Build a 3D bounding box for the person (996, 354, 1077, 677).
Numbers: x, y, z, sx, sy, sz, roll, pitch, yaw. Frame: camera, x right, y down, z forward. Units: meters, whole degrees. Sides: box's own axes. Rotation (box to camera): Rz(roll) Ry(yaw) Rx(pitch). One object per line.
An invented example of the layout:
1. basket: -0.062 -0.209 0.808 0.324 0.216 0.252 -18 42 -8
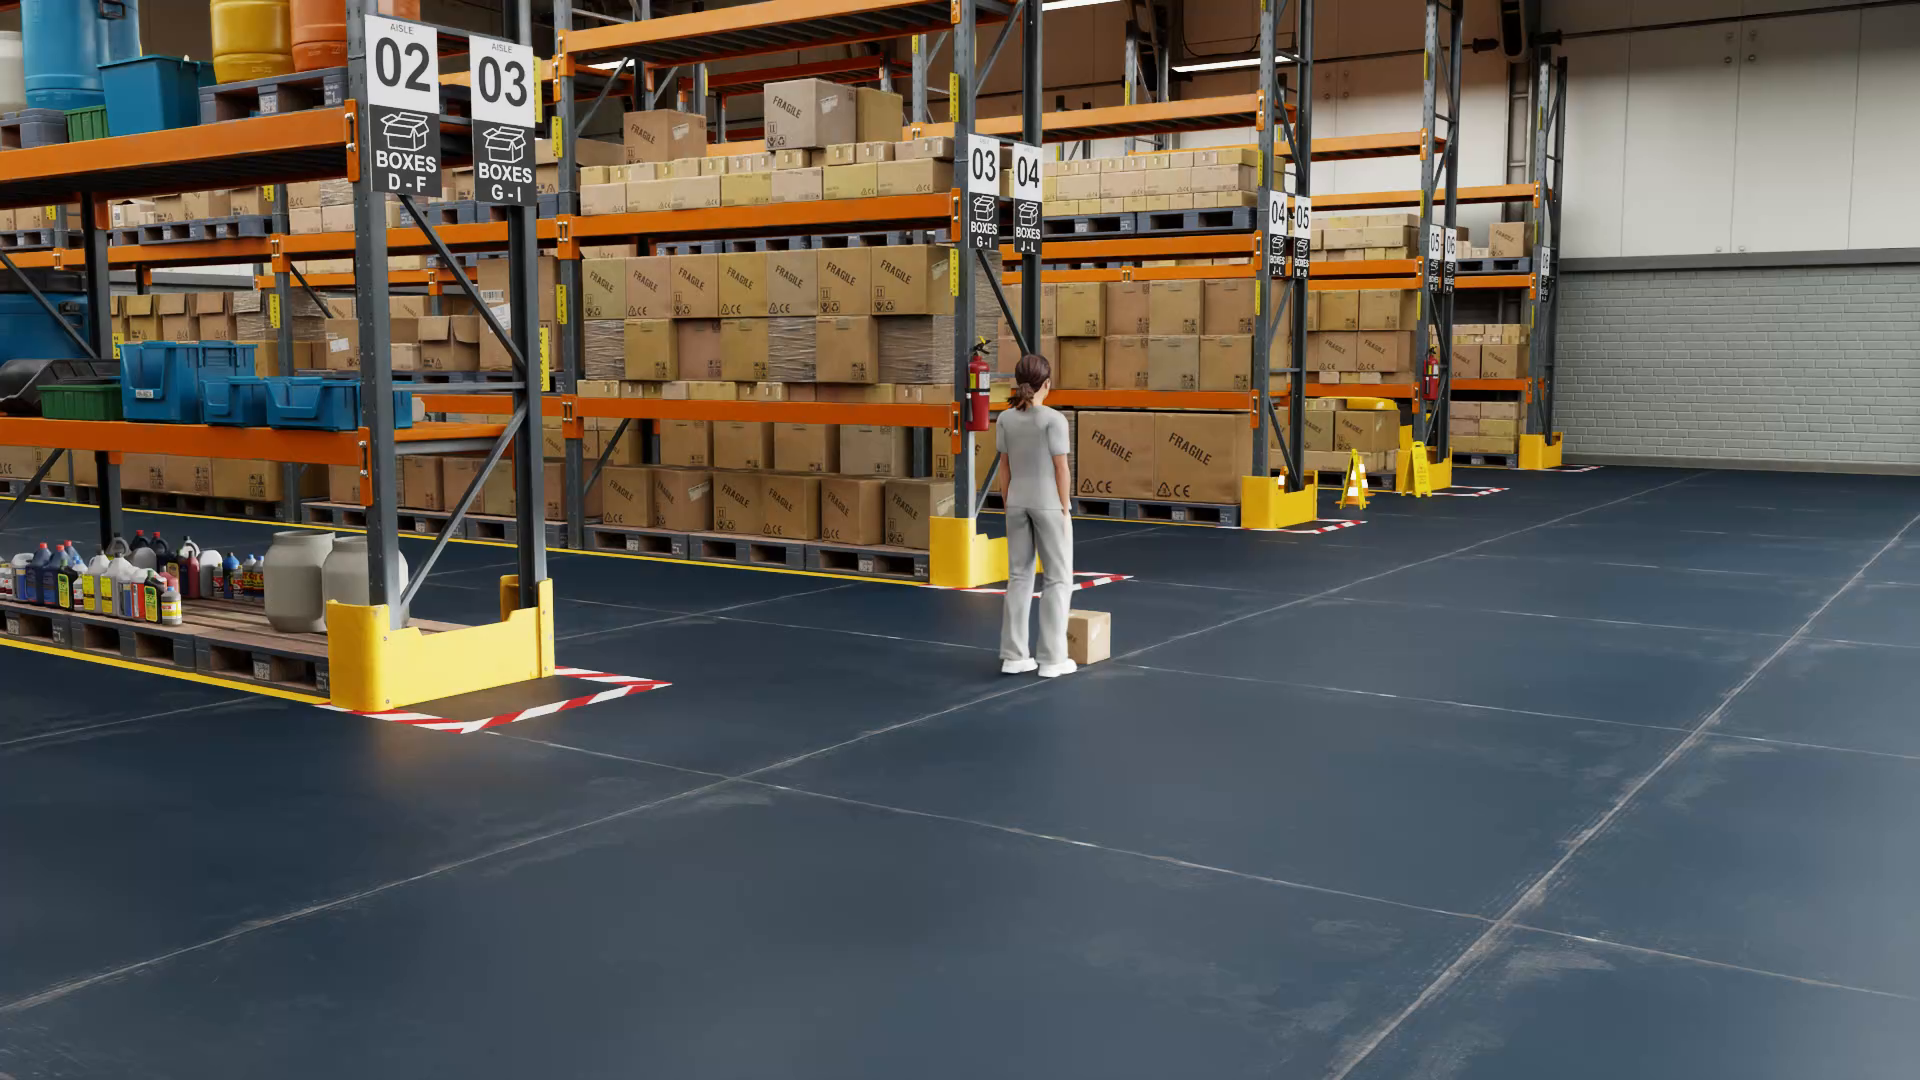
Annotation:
1. person: 0.390 -0.126 8.664 0.435 1.673 0.369 4 8 35
